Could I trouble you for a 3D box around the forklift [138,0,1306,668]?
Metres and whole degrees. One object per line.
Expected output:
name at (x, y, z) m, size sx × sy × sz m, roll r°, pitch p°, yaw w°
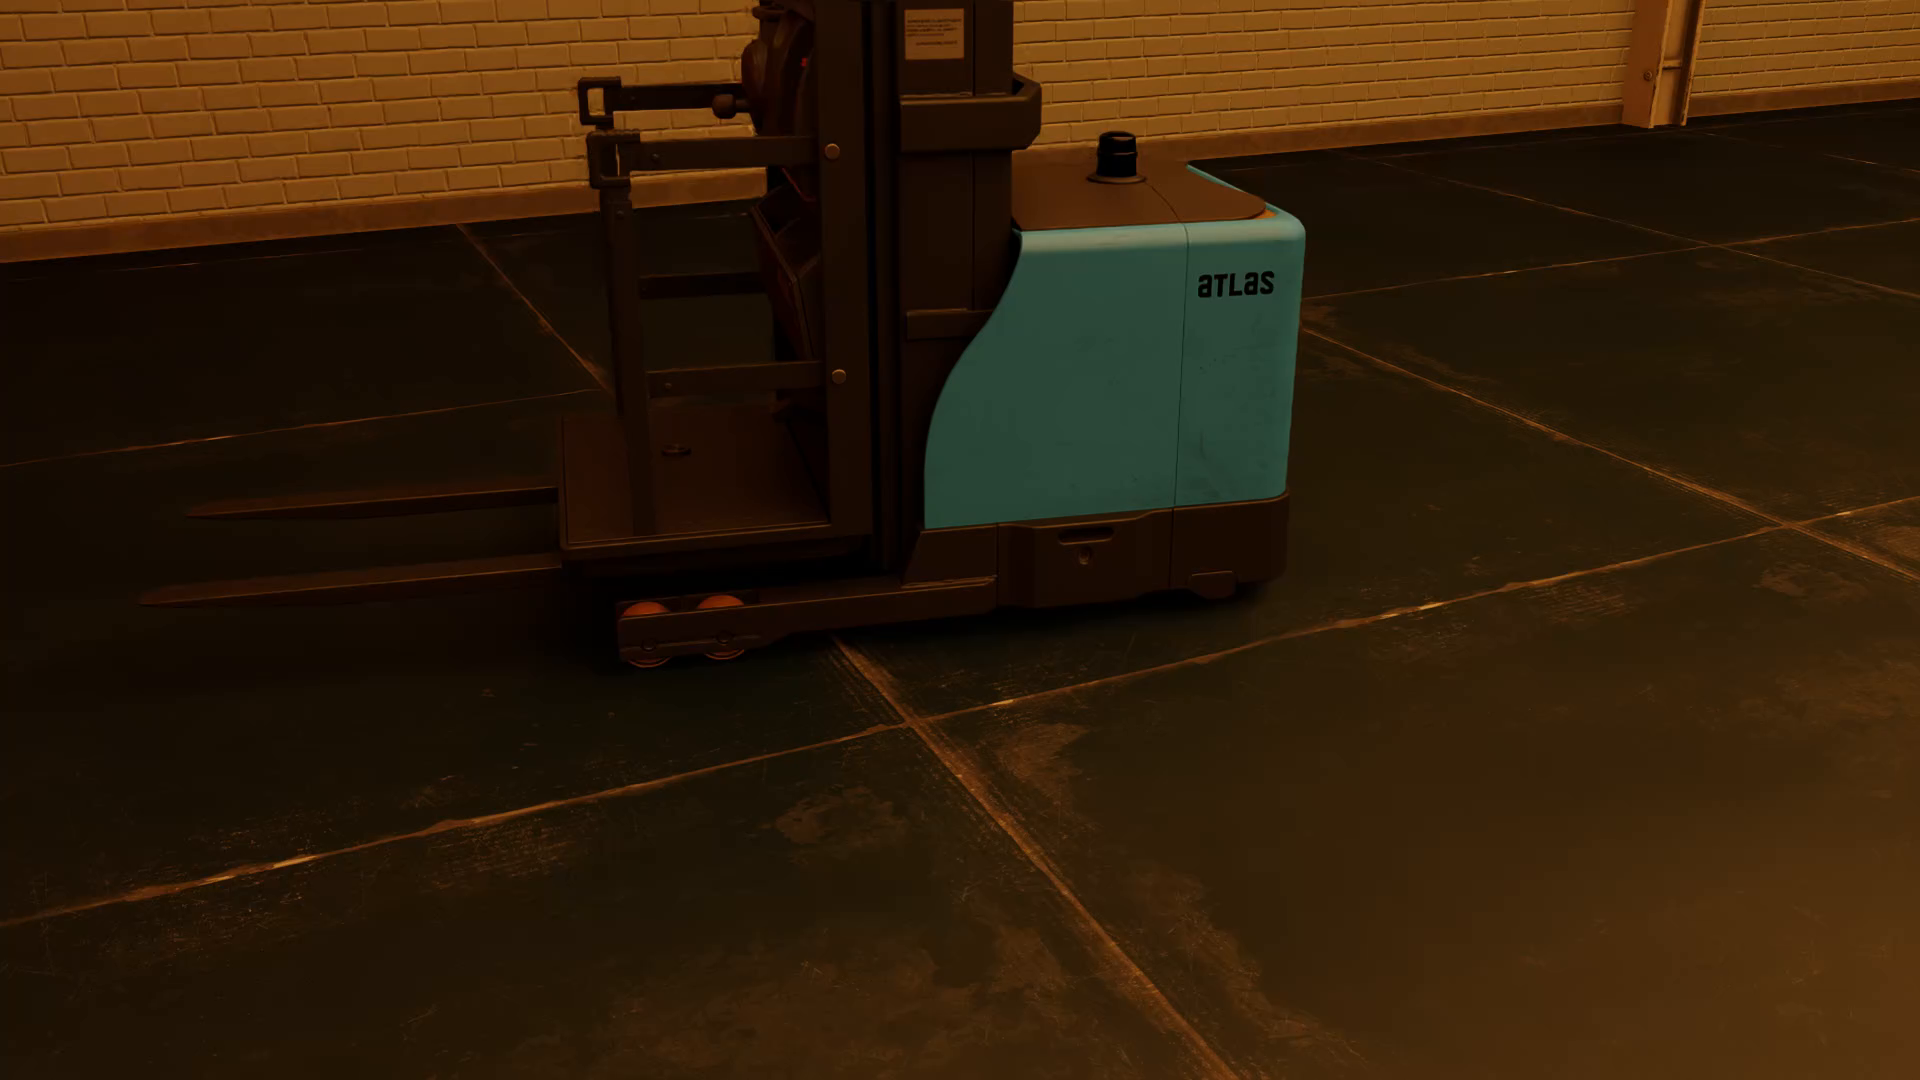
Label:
forklift at (-0.650, -1.245, 4.283) m, size 3.031 × 2.935 × 1.130 m, roll -5°, pitch 23°, yaw -12°
